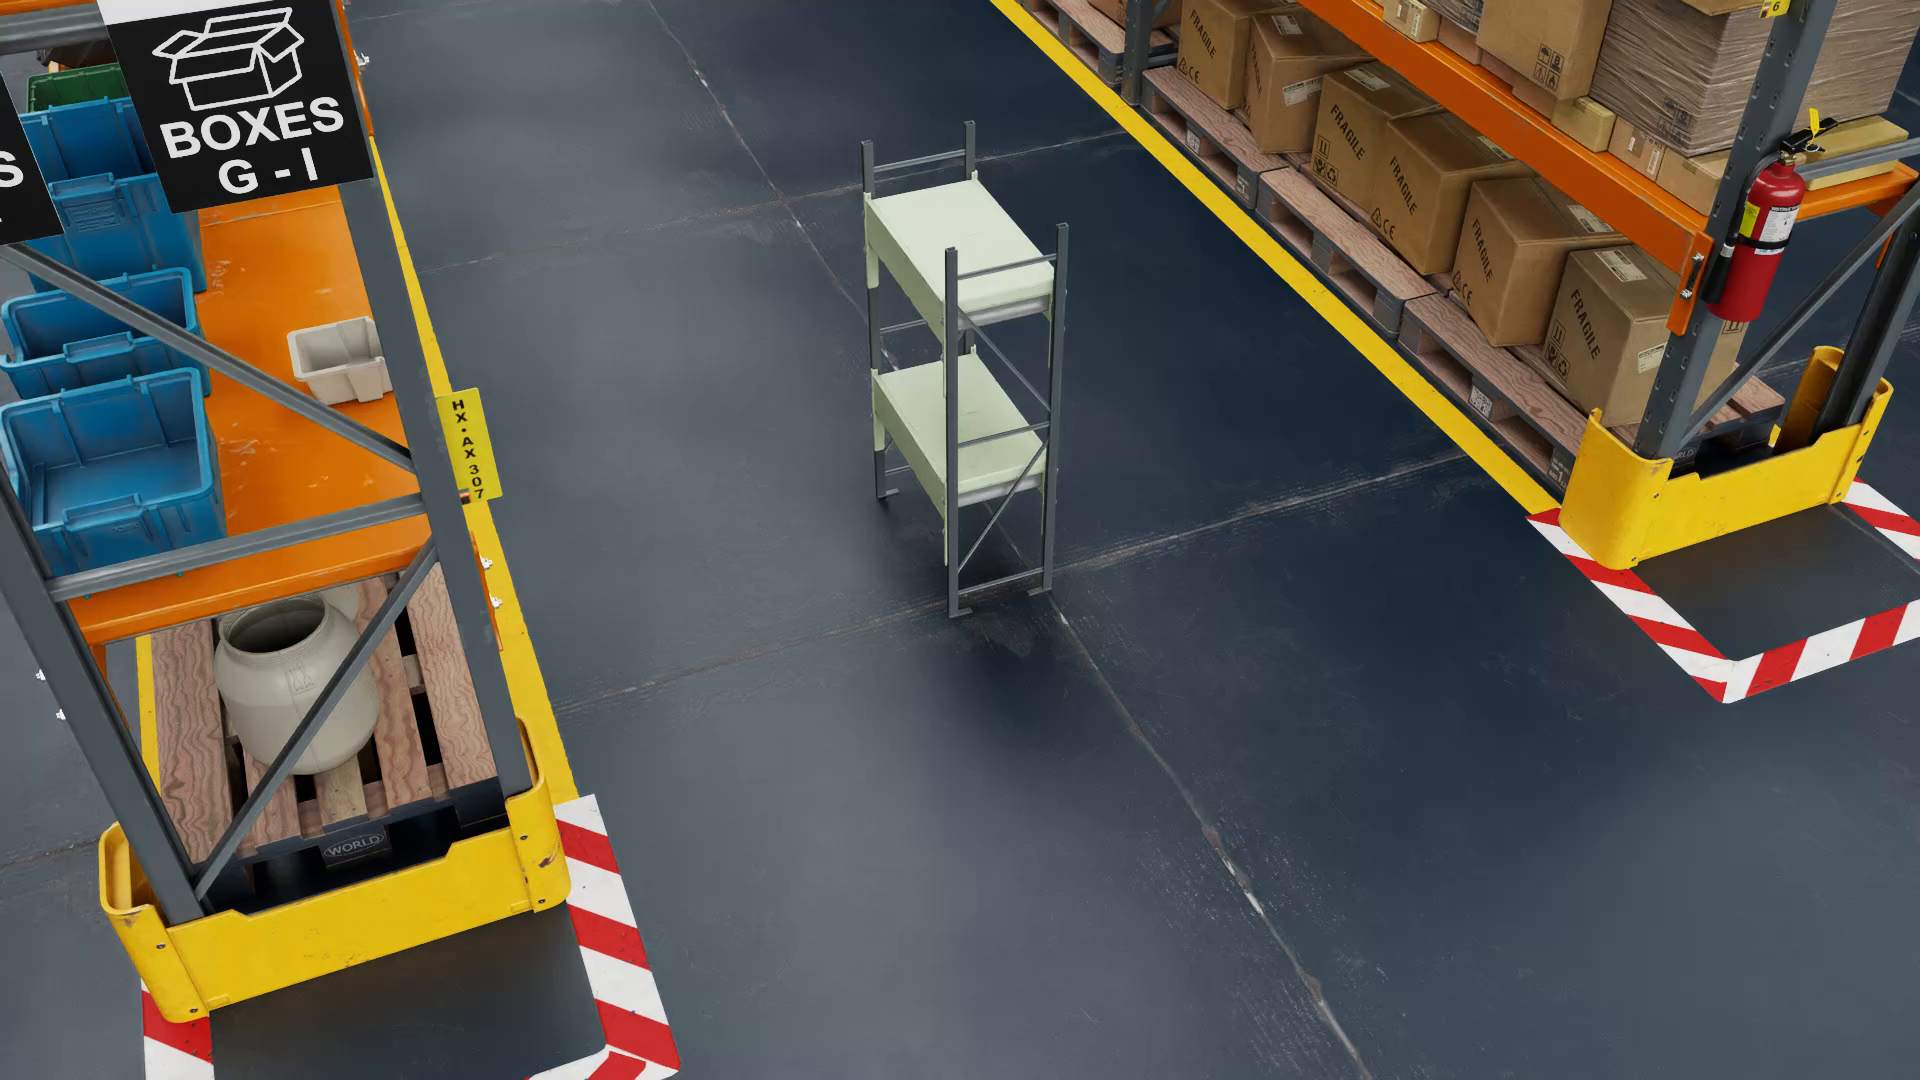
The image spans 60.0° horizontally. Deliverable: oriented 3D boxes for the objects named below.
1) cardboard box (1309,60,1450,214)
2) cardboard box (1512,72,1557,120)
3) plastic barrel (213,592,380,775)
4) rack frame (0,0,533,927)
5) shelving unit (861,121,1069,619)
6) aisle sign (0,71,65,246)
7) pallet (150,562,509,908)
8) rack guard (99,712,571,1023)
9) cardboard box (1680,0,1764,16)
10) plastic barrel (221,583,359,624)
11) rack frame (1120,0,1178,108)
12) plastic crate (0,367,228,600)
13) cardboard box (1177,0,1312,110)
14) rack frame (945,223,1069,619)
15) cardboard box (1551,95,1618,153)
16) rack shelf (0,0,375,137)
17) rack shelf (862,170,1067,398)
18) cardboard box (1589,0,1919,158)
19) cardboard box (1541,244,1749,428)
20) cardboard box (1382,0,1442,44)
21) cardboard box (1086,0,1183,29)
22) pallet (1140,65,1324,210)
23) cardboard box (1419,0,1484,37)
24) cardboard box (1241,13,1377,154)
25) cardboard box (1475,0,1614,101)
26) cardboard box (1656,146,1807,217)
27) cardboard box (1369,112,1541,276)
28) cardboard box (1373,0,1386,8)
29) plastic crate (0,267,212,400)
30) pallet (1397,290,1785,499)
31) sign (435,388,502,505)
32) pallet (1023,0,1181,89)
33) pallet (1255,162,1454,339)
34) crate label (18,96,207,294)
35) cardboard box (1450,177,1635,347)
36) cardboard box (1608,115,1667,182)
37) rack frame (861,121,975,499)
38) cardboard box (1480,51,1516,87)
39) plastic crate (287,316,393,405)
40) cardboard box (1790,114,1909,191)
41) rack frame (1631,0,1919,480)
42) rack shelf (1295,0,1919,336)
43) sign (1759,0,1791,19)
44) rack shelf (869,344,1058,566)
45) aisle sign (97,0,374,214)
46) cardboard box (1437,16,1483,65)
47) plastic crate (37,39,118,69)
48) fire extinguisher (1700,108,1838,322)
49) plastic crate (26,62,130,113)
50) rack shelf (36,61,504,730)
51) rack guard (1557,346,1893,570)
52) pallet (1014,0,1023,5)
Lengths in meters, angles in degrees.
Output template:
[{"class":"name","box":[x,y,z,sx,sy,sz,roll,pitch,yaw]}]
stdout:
[{"class":"cardboard box","box":[2.010,-1.890,7.742,0.500,0.500,0.500,-19,44,-21]},{"class":"cardboard box","box":[2.268,-1.685,6.102,0.380,0.149,0.250,-15,43,-17]},{"class":"plastic barrel","box":[-2.011,0.425,5.041,0.421,0.512,0.421,0,41,0]},{"class":"rack frame","box":[-1.688,0.018,3.928,1.000,3.000,0.127,-15,43,-17]},{"class":"shelving unit","box":[0.003,-0.565,5.756,0.431,1.500,0.755,-15,43,-17]},{"class":"aisle sign","box":[-1.935,-0.850,2.944,0.394,0.787,0.004,-15,43,-17]},{"class":"pallet","box":[-2.067,0.551,5.448,1.003,0.211,1.213,-15,43,-17]},{"class":"rack guard","box":[-1.761,0.932,4.783,1.175,0.500,0.348,-15,43,-17]},{"class":"cardboard box","box":[2.449,-2.017,5.223,0.500,0.500,0.500,-15,43,-17]},{"class":"plastic barrel","box":[-2.202,0.123,5.393,0.421,0.512,0.421,0,41,0]},{"class":"rack frame","box":[1.357,-3.627,8.167,1.000,3.000,0.127,-15,43,-17]},{"class":"plastic crate","box":[-2.156,-0.152,4.241,0.499,0.251,0.616,-15,43,-17]},{"class":"cardboard box","box":[1.473,-2.588,8.554,0.500,0.500,0.500,-16,43,-18]},{"class":"rack frame","box":[0.143,-0.344,5.500,0.400,1.500,0.023,-15,43,-17]},{"class":"cardboard box","box":[2.350,-1.531,5.922,0.380,0.149,0.250,-15,43,-17]},{"class":"rack shelf","box":[-2.453,-2.051,4.586,1.077,0.370,4.000,-15,43,-17]},{"class":"rack shelf","box":[0.003,-0.861,5.502,0.431,0.370,0.720,-15,43,-17]},{"class":"cardboard box","box":[2.703,-1.706,5.629,0.875,0.500,0.500,-15,43,-17]},{"class":"cardboard box","box":[2.664,-0.809,6.486,0.500,0.500,0.500,-8,41,-9]},{"class":"cardboard box","box":[1.917,-2.120,6.607,0.380,0.149,0.250,-15,43,-17]},{"class":"cardboard box","box":[1.142,-3.221,9.275,0.700,0.500,0.500,-18,44,-20]},{"class":"pallet","box":[1.647,-2.174,8.616,1.003,0.211,1.213,-15,43,-17]},{"class":"cardboard box","box":[2.249,-2.290,6.307,0.875,0.500,0.500,-15,43,-17]},{"class":"cardboard box","box":[1.700,-2.244,8.155,0.500,0.500,0.500,-3,41,-3]},{"class":"cardboard box","box":[2.401,-1.978,5.944,0.875,0.500,0.500,-15,43,-17]},{"class":"cardboard box","box":[2.588,-1.242,5.587,0.380,0.149,0.250,-15,43,-17]},{"class":"cardboard box","box":[2.182,-1.543,7.338,0.500,0.500,0.500,-11,42,-13]},{"class":"cardboard box","box":[1.886,-2.288,6.802,0.380,0.149,0.250,-15,43,-17]},{"class":"plastic crate","box":[-2.399,-0.545,4.697,0.499,0.251,0.408,-15,43,-17]},{"class":"pallet","box":[2.581,-0.704,6.907,1.003,0.211,1.213,-15,43,-17]},{"class":"sign","box":[-1.178,-0.221,3.995,0.100,0.325,0.005,-15,43,-17]},{"class":"pallet","box":[1.058,-3.038,9.621,1.003,0.211,1.213,-15,43,-17]},{"class":"pallet","box":[2.118,-1.438,7.760,1.003,0.211,1.213,-15,43,-17]},{"class":"crate label","box":[-2.642,-1.037,5.128,0.502,0.435,0.616,-15,43,-17]},{"class":"cardboard box","box":[2.404,-1.161,6.894,0.500,0.500,0.500,-5,41,-6]},{"class":"cardboard box","box":[2.493,-1.393,5.762,0.380,0.149,0.250,-15,43,-17]},{"class":"rack frame","box":[-0.137,-0.785,6.013,0.400,1.500,0.023,-15,43,-17]},{"class":"cardboard box","box":[2.211,-1.846,6.289,0.380,0.149,0.250,-15,43,-17]},{"class":"plastic crate","box":[-1.733,-0.501,4.735,0.298,0.136,0.250,-15,43,-17]},{"class":"cardboard box","box":[2.999,-1.353,5.716,0.380,0.149,0.250,-15,43,-17]},{"class":"rack frame","box":[2.888,-1.217,5.365,1.000,3.000,0.127,-15,43,-17]},{"class":"rack shelf","box":[2.123,-2.150,7.001,1.077,0.370,4.000,-15,43,-17]},{"class":"sign","box":[2.367,-1.650,4.738,0.100,0.325,0.005,-15,43,-17]},{"class":"rack shelf","box":[0.003,-0.317,5.969,0.431,0.370,0.720,-15,43,-17]},{"class":"aisle sign","box":[-1.390,-0.997,3.115,0.394,0.787,0.004,-15,43,-17]},{"class":"cardboard box","box":[2.095,-1.991,6.458,0.380,0.149,0.250,-15,43,-17]},{"class":"plastic crate","box":[-3.136,-2.021,6.347,0.767,0.338,0.504,-15,43,-17]},{"class":"fire extinguisher","box":[2.506,-1.004,5.177,0.296,0.674,0.183,-15,43,-17]},{"class":"plastic crate","box":[-2.960,-1.423,5.767,0.450,0.188,0.662,-15,43,-17]},{"class":"rack shelf","box":[-2.453,-0.914,5.564,1.077,0.370,4.000,-15,43,-17]},{"class":"rack guard","box":[2.859,-0.315,6.233,1.175,0.500,0.348,-15,43,-17]},{"class":"pallet","box":[0.587,-3.774,10.477,1.003,0.211,1.213,-15,43,-17]}]
